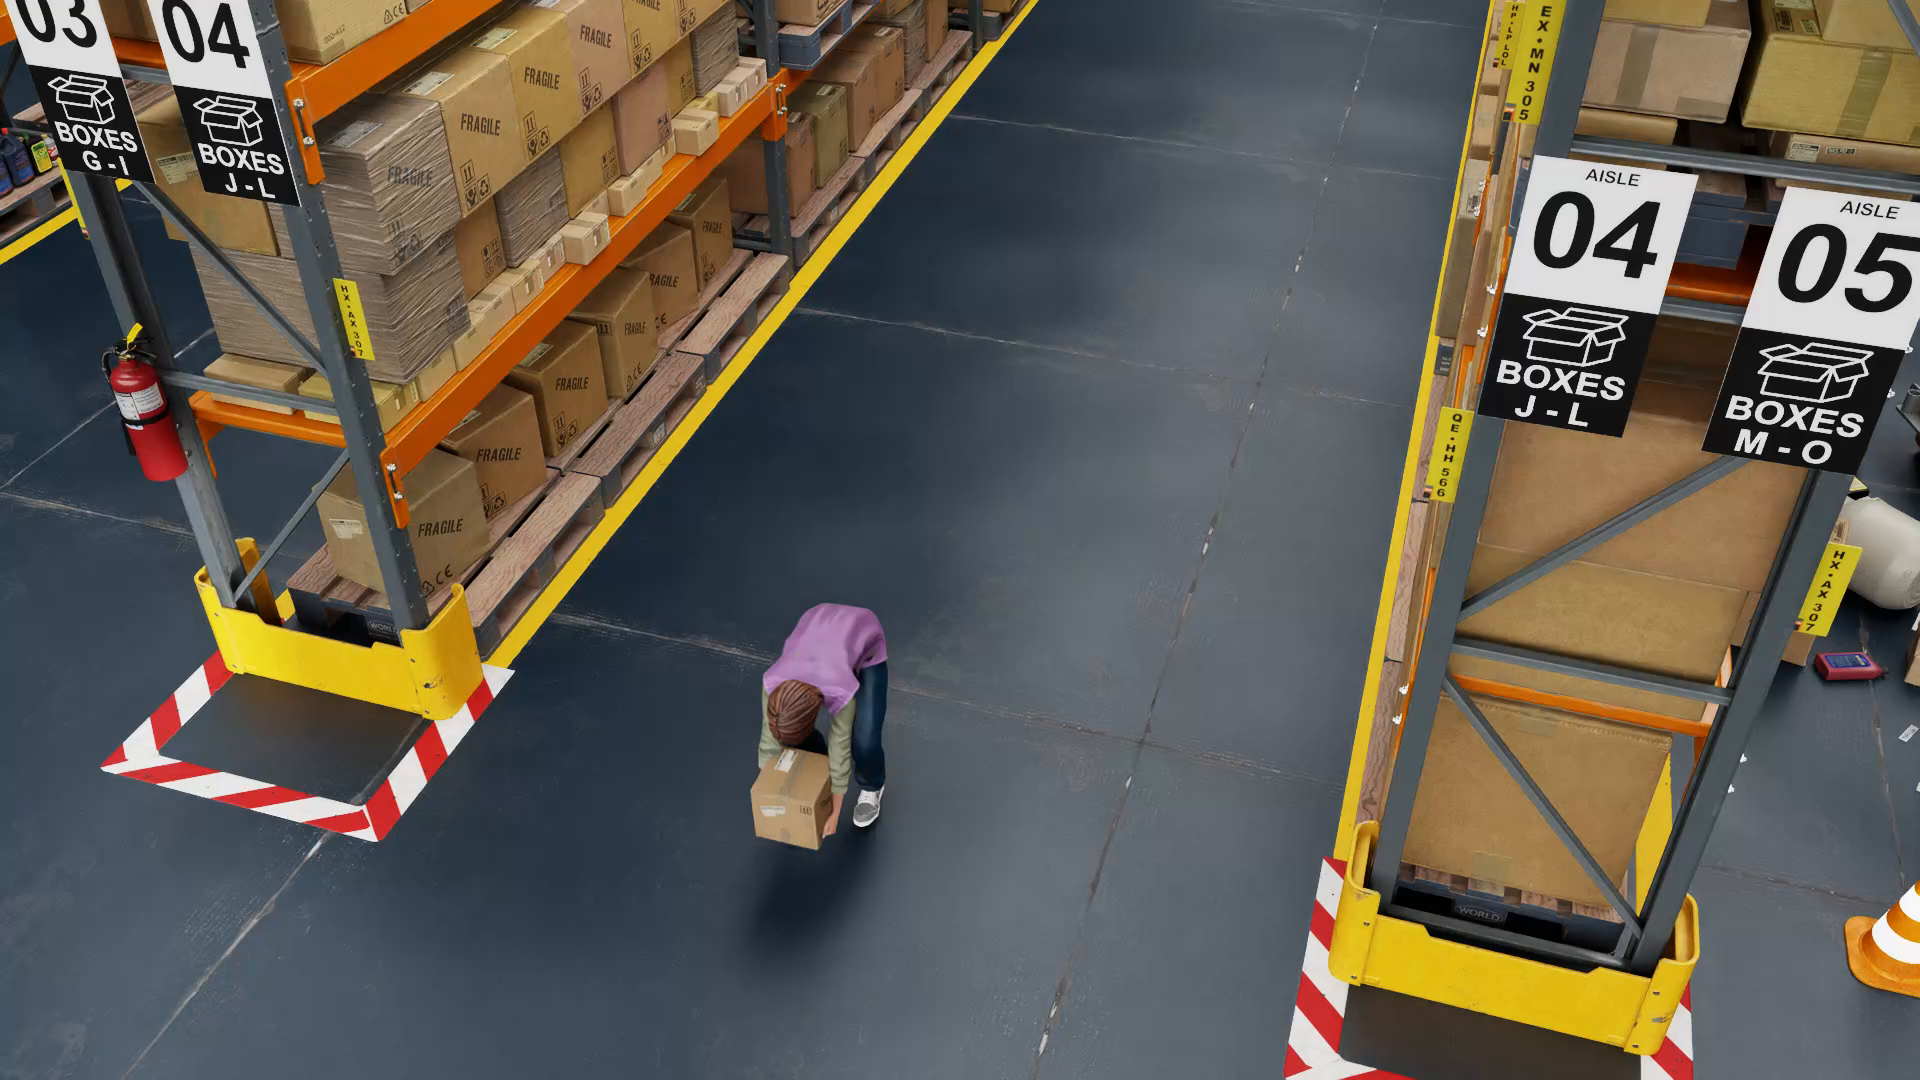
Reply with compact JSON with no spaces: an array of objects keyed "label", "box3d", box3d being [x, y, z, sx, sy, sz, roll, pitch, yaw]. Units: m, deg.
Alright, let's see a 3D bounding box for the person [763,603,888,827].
[{"label":"person","box3d":[-0.487,0.700,6.474,0.369,1.005,0.635,9,38,12]}]
